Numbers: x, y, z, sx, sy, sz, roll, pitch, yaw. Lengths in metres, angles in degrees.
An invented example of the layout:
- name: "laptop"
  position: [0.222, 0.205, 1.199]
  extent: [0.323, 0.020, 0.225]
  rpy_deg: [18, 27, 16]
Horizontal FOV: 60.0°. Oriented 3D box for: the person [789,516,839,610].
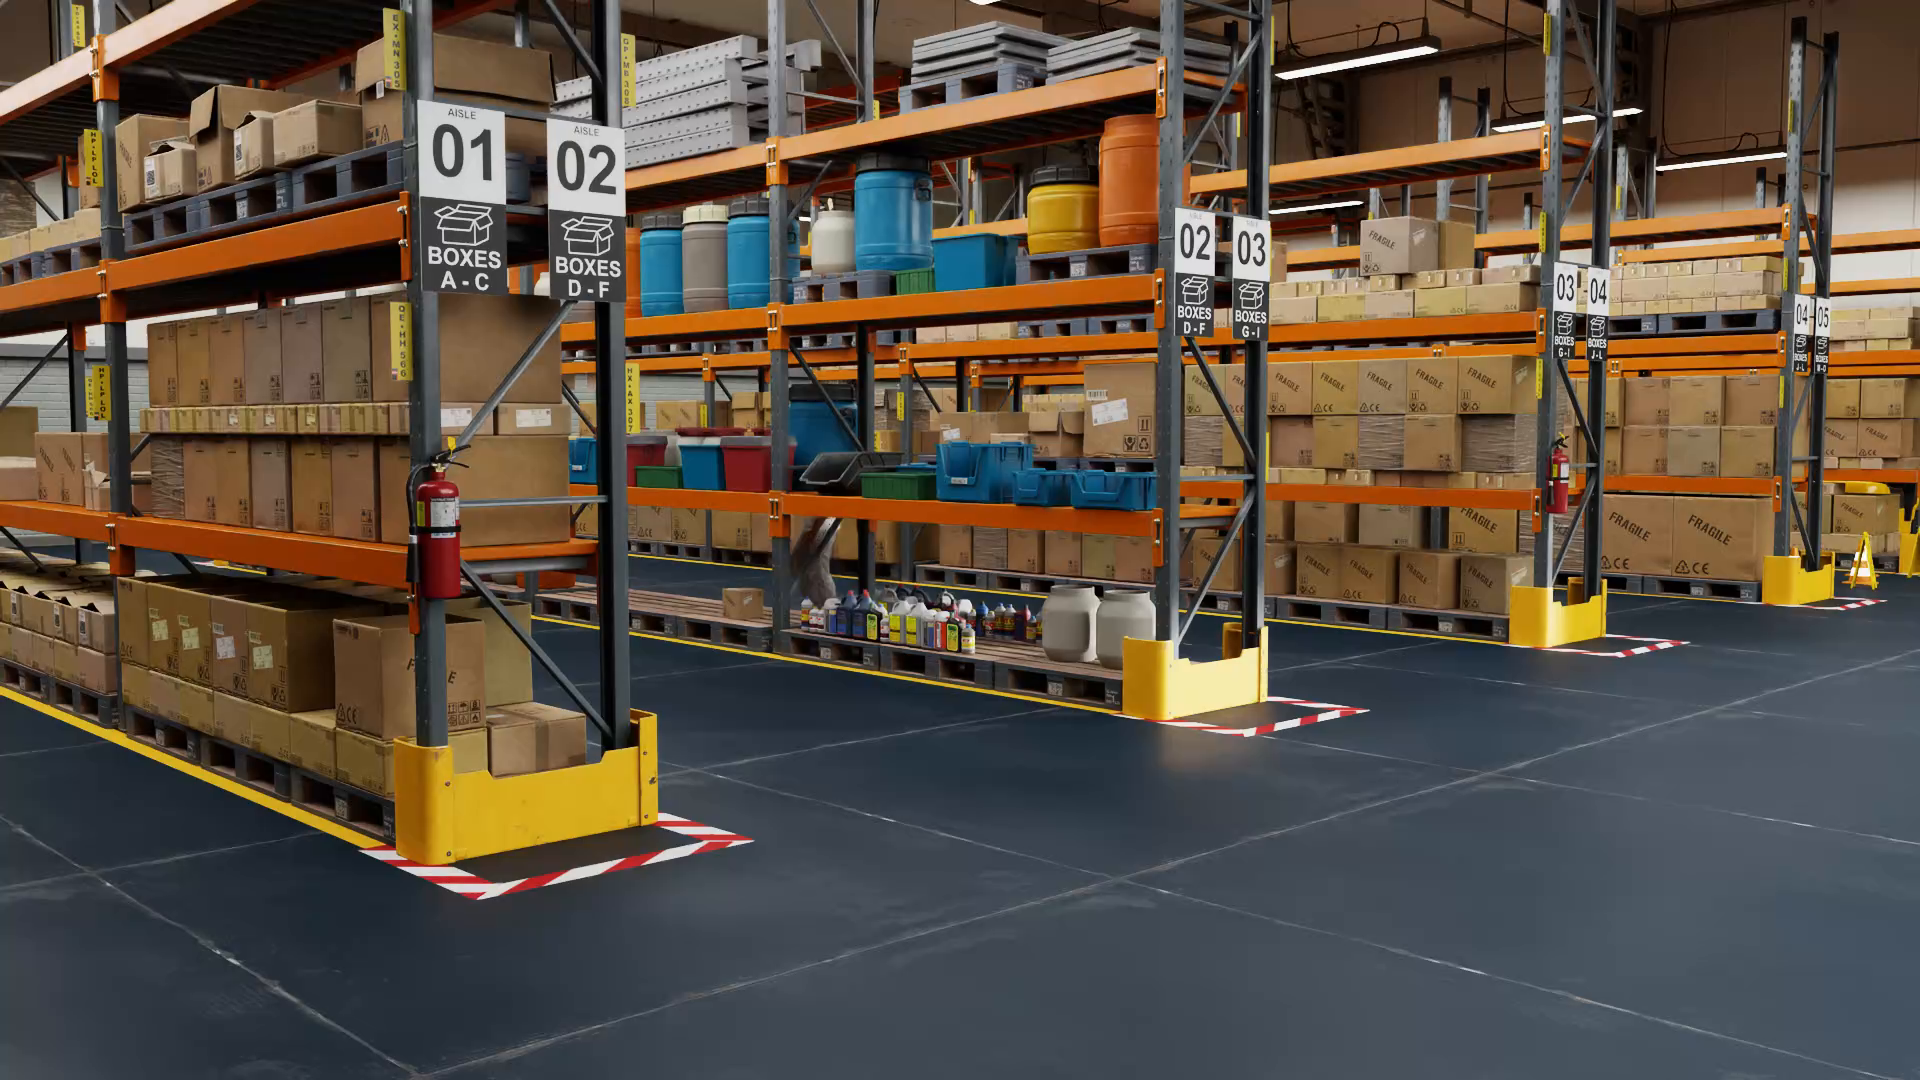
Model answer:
- name: "person"
  position: [-1.315, -0.062, 15.041]
  extent: [0.479, 1.805, 0.616]
  rpy_deg: [-1, 4, -11]
